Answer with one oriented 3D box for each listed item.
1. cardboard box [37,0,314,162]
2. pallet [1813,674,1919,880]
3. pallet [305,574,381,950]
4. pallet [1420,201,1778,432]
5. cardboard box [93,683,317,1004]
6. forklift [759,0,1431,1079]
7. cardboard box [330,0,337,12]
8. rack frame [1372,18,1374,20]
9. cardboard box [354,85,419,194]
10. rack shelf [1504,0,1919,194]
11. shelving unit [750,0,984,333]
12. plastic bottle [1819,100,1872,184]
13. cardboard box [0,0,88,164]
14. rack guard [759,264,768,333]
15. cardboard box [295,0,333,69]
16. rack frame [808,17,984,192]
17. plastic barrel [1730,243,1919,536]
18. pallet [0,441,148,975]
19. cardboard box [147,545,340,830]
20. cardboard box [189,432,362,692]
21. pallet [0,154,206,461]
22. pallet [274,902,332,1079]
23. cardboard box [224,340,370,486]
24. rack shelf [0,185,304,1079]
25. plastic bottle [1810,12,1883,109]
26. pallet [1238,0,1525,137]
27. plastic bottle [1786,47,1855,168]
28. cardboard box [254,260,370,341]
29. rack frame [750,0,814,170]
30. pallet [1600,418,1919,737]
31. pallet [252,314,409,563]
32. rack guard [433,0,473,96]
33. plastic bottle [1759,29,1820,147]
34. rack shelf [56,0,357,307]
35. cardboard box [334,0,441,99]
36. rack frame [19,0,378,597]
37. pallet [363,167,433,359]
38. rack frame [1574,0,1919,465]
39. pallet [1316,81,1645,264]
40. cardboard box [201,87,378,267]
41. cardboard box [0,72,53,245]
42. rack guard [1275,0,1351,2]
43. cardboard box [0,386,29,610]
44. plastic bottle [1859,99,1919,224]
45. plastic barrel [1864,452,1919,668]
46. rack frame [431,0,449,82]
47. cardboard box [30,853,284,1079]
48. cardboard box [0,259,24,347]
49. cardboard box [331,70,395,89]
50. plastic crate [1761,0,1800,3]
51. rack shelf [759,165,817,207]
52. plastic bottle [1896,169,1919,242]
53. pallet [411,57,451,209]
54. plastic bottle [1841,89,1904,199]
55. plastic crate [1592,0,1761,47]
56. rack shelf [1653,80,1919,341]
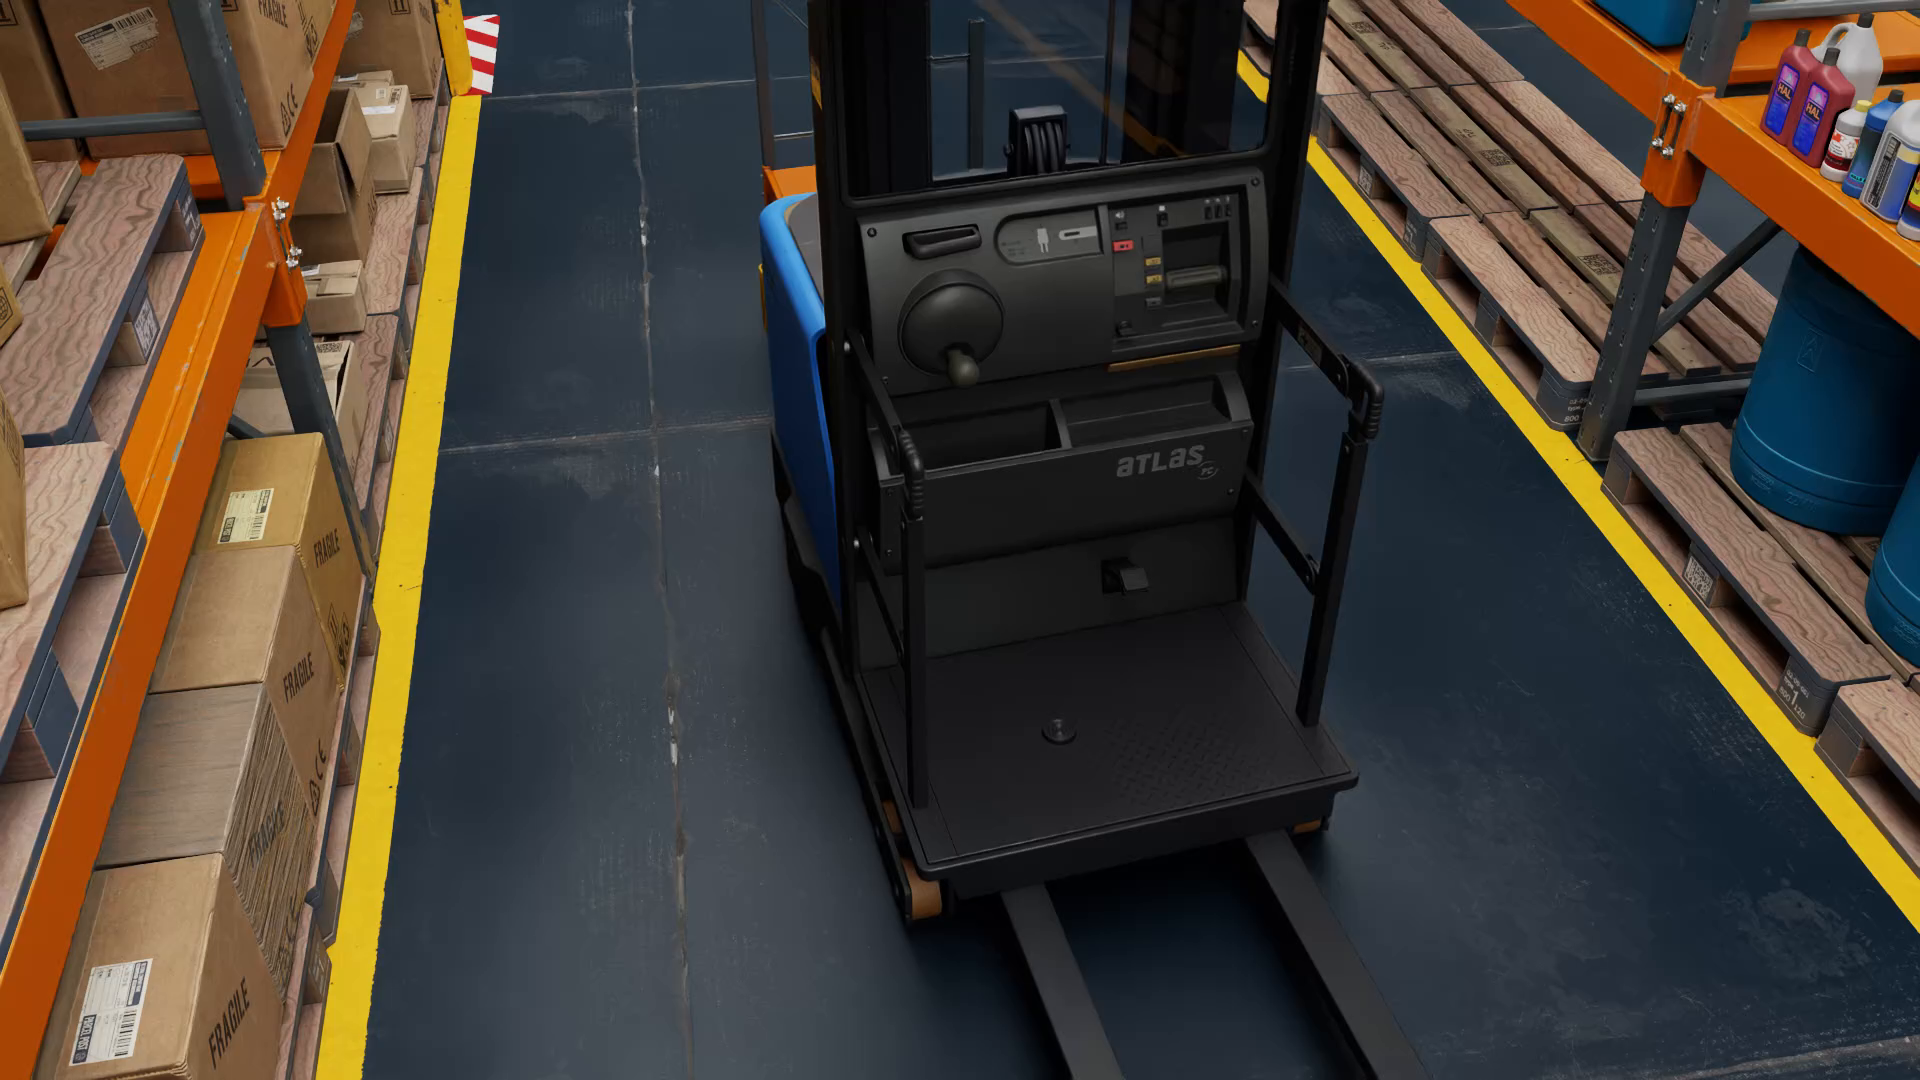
[{"bbox_3d":[-2.099,-1.375,4.493,0.500,0.500,0.500,-5,38,-7],"label":"cardboard box"},{"bbox_3d":[2.911,0.781,4.072,1.003,0.211,1.213,-6,38,-8],"label":"pallet"},{"bbox_3d":[-2.098,0.590,4.318,1.003,0.211,1.213,-6,38,-8],"label":"pallet"},{"bbox_3d":[2.432,-0.868,6.195,1.003,0.211,1.213,-6,38,-8],"label":"pallet"},{"bbox_3d":[-1.743,0.685,3.603,0.500,0.500,0.500,-6,38,-7],"label":"cardboard box"},{"bbox_3d":[0.304,-0.504,3.510,1.130,2.935,3.031,-10,39,-13],"label":"forklift"},{"bbox_3d":[-2.277,-1.986,5.280,0.500,0.500,0.500,-6,38,-8],"label":"cardboard box"},{"bbox_3d":[1.898,-3.945,7.883,1.000,3.000,0.127,-6,38,-8],"label":"rack frame"},{"bbox_3d":[-2.504,-1.623,6.777,0.500,0.250,0.500,-6,38,-8],"label":"cardboard box"},{"bbox_3d":[2.249,-2.453,6.549,1.077,0.370,4.000,-6,38,-8],"label":"rack shelf"},{"bbox_3d":[-0.318,-1.146,5.503,0.587,1.500,1.083,-10,39,-13],"label":"shelving unit"},{"bbox_3d":[2.305,-1.035,4.299,0.097,0.201,0.097,0,38,0],"label":"plastic bottle"},{"bbox_3d":[-2.618,-1.312,4.412,0.500,0.500,0.500,-6,38,-7],"label":"cardboard box"},{"bbox_3d":[-0.455,-0.946,6.264,0.587,0.250,0.087,-10,39,-13],"label":"rack guard"},{"bbox_3d":[-2.192,-1.684,4.891,0.500,0.500,0.500,-6,38,-7],"label":"cardboard box"},{"bbox_3d":[-0.176,-0.841,5.110,0.500,1.500,0.032,-10,39,-13],"label":"rack frame"},{"bbox_3d":[2.678,-0.536,4.862,0.600,0.901,0.708,-6,38,-8],"label":"plastic barrel"},{"bbox_3d":[-1.922,0.319,2.550,1.003,0.211,1.213,-6,38,-8],"label":"pallet"},{"bbox_3d":[-1.831,0.382,3.992,0.500,0.500,0.500,-6,38,-8],"label":"cardboard box"},{"bbox_3d":[-1.909,0.082,4.378,0.500,0.500,0.500,-6,38,-8],"label":"cardboard box"},{"bbox_3d":[-2.245,-0.428,3.513,1.003,0.211,1.213,-6,38,-8],"label":"pallet"},{"bbox_3d":[-1.881,1.329,3.368,1.003,0.211,1.213,-6,38,-8],"label":"pallet"},{"bbox_3d":[-2.138,-0.387,5.136,0.500,0.311,0.500,-6,38,-8],"label":"cardboard box"},{"bbox_3d":[-1.927,0.494,2.756,1.077,0.370,4.000,-6,38,-8],"label":"rack shelf"},{"bbox_3d":[2.349,-1.237,4.438,0.144,0.351,0.185,-6,38,-8],"label":"plastic bottle"},{"bbox_3d":[2.005,-2.341,8.092,1.003,0.211,1.213,-6,38,-8],"label":"pallet"},{"bbox_3d":[2.267,-1.135,4.361,0.061,0.283,0.133,-6,38,-8],"label":"plastic bottle"},{"bbox_3d":[-2.300,-0.851,5.852,0.380,0.166,0.250,-6,38,-8],"label":"cardboard box"},{"bbox_3d":[-0.456,-1.441,5.882,0.500,1.500,0.032,-10,39,-13],"label":"rack frame"},{"bbox_3d":[2.694,0.043,5.023,1.003,0.211,1.213,-6,38,-8],"label":"pallet"},{"bbox_3d":[-2.397,-0.312,5.480,1.003,0.211,1.213,-6,38,-8],"label":"pallet"},{"bbox_3d":[-2.966,-2.381,7.908,1.175,0.500,0.348,-6,38,-8],"label":"rack guard"},{"bbox_3d":[2.244,-1.215,4.465,0.061,0.283,0.133,-6,38,-8],"label":"plastic bottle"},{"bbox_3d":[-2.628,-1.922,5.866,1.077,0.370,4.000,-6,38,-8],"label":"rack shelf"},{"bbox_3d":[-2.641,-2.299,7.443,0.500,0.500,0.500,-6,38,-8],"label":"cardboard box"},{"bbox_3d":[-2.278,-0.998,4.090,1.000,3.000,0.127,-6,38,-8],"label":"rack frame"},{"bbox_3d":[-2.615,-1.050,6.430,1.003,0.211,1.213,-6,38,-8],"label":"pallet"},{"bbox_3d":[2.599,-1.529,4.773,1.000,3.000,0.127,-6,38,-8],"label":"rack frame"},{"bbox_3d":[2.215,-1.606,7.145,1.003,0.211,1.213,-6,38,-8],"label":"pallet"},{"bbox_3d":[-2.612,-1.320,6.181,0.797,0.503,0.637,-6,38,-8],"label":"cardboard box"},{"bbox_3d":[-2.415,-0.893,3.531,0.700,0.500,0.500,-19,42,-23],"label":"cardboard box"},{"bbox_3d":[1.881,-2.971,8.666,1.175,0.500,0.348,-6,38,-8],"label":"rack guard"},{"bbox_3d":[-1.907,-0.143,2.565,0.700,0.500,0.500,-16,41,-19],"label":"cardboard box"},{"bbox_3d":[2.370,-0.938,4.114,0.152,0.276,0.135,-6,38,-8],"label":"plastic bottle"},{"bbox_3d":[2.802,-0.108,4.312,0.600,0.901,0.708,-6,38,-8],"label":"plastic barrel"},{"bbox_3d":[-2.979,-3.414,7.200,1.000,3.000,0.127,-6,38,-8],"label":"rack frame"},{"bbox_3d":[-1.652,0.992,3.207,0.500,0.500,0.500,-7,38,-9],"label":"cardboard box"},{"bbox_3d":[-2.232,-0.485,3.005,0.700,0.500,0.500,-1,38,-1],"label":"cardboard box"},{"bbox_3d":[-2.659,-1.913,7.218,0.380,0.166,0.250,-6,38,-8],"label":"cardboard box"},{"bbox_3d":[2.659,-1.745,5.217,0.396,0.136,0.243,-6,38,-8],"label":"plastic crate"},{"bbox_3d":[-0.316,-0.999,5.606,0.538,0.185,1.000,-10,39,-13],"label":"rack shelf"},{"bbox_3d":[2.363,-0.863,4.021,0.097,0.271,0.097,0,38,0],"label":"plastic bottle"},{"bbox_3d":[-2.825,-1.786,7.377,1.003,0.211,1.213,-6,38,-8],"label":"pallet"},{"bbox_3d":[2.322,-1.004,4.202,0.097,0.271,0.097,0,38,0],"label":"plastic bottle"},{"bbox_3d":[2.182,-1.791,5.075,0.392,0.384,0.575,-6,38,-8],"label":"plastic crate"},{"bbox_3d":[2.950,-0.037,3.439,1.077,0.370,4.000,-6,38,-8],"label":"rack shelf"}]
